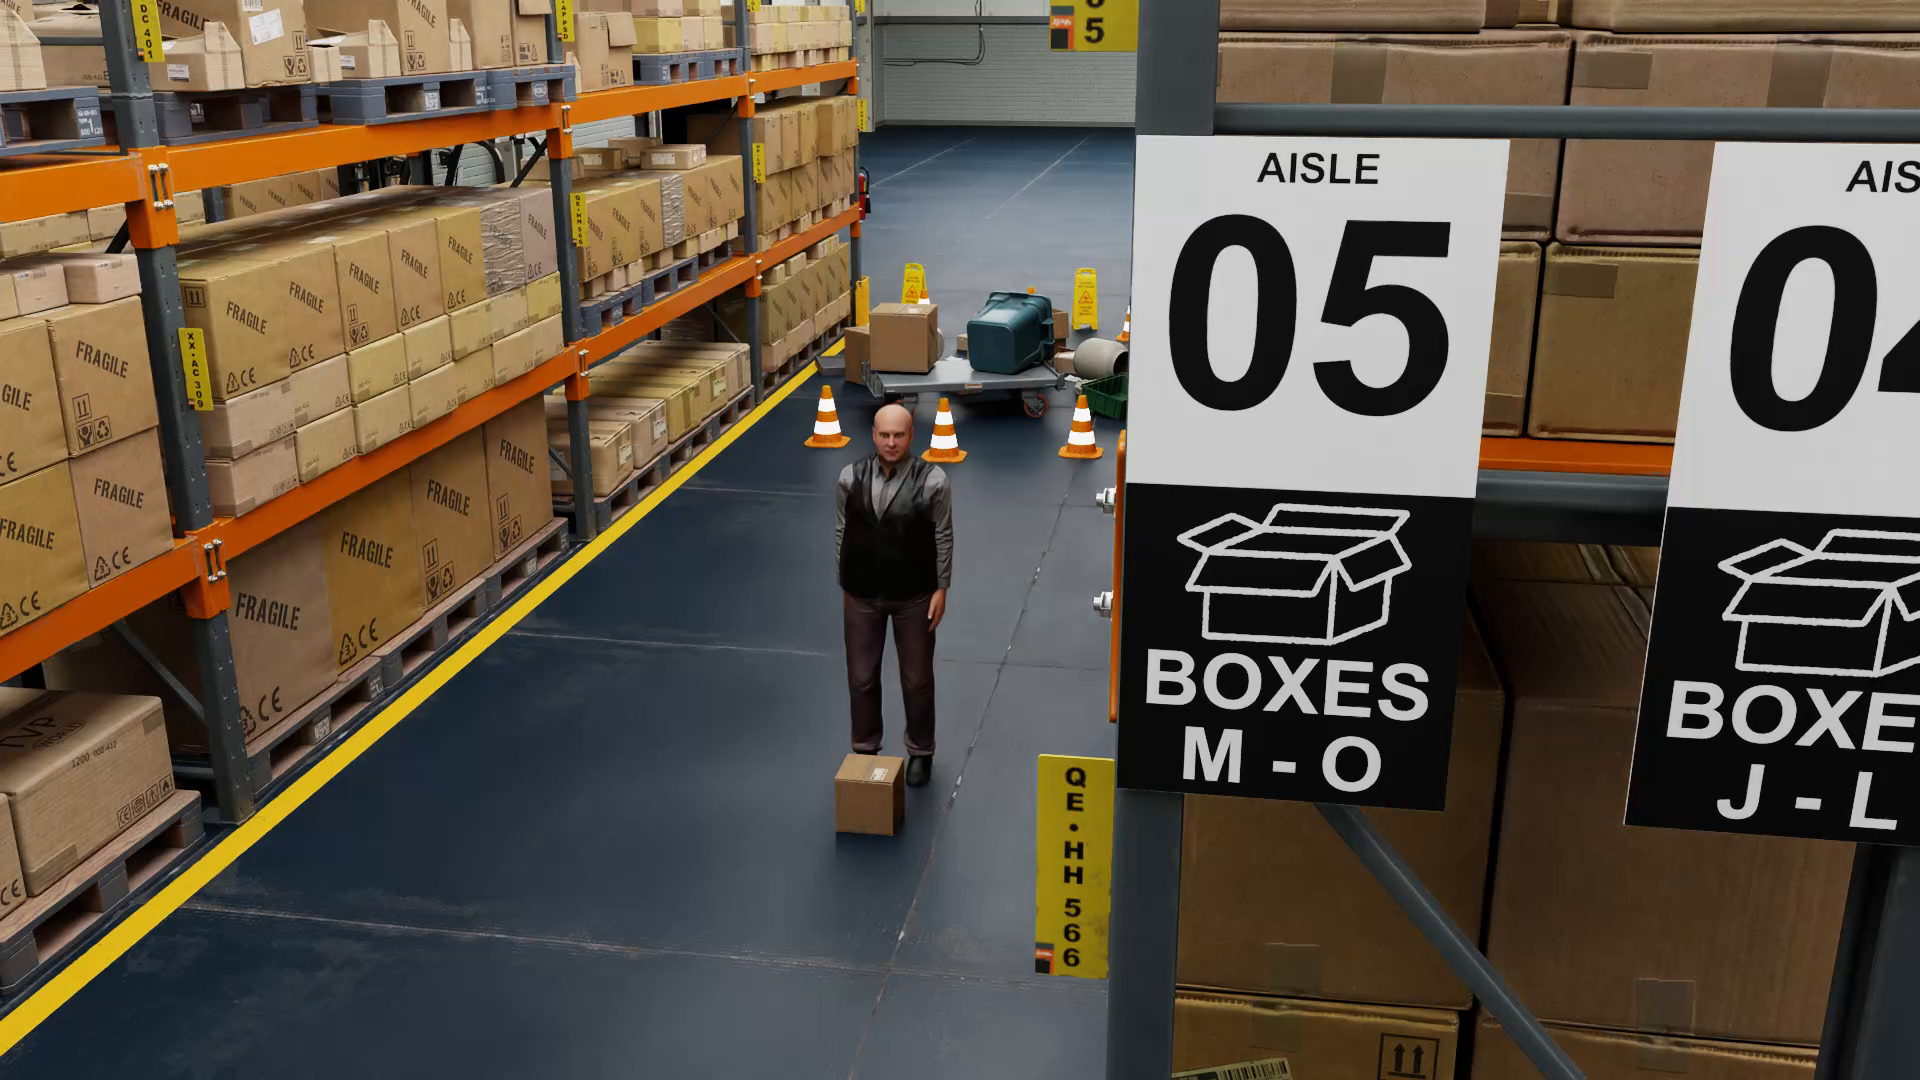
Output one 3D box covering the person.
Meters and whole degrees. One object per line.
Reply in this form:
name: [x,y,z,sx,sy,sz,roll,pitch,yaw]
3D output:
person: [-0.292,0.252,7.337,0.532,1.728,0.360,3,18,10]
